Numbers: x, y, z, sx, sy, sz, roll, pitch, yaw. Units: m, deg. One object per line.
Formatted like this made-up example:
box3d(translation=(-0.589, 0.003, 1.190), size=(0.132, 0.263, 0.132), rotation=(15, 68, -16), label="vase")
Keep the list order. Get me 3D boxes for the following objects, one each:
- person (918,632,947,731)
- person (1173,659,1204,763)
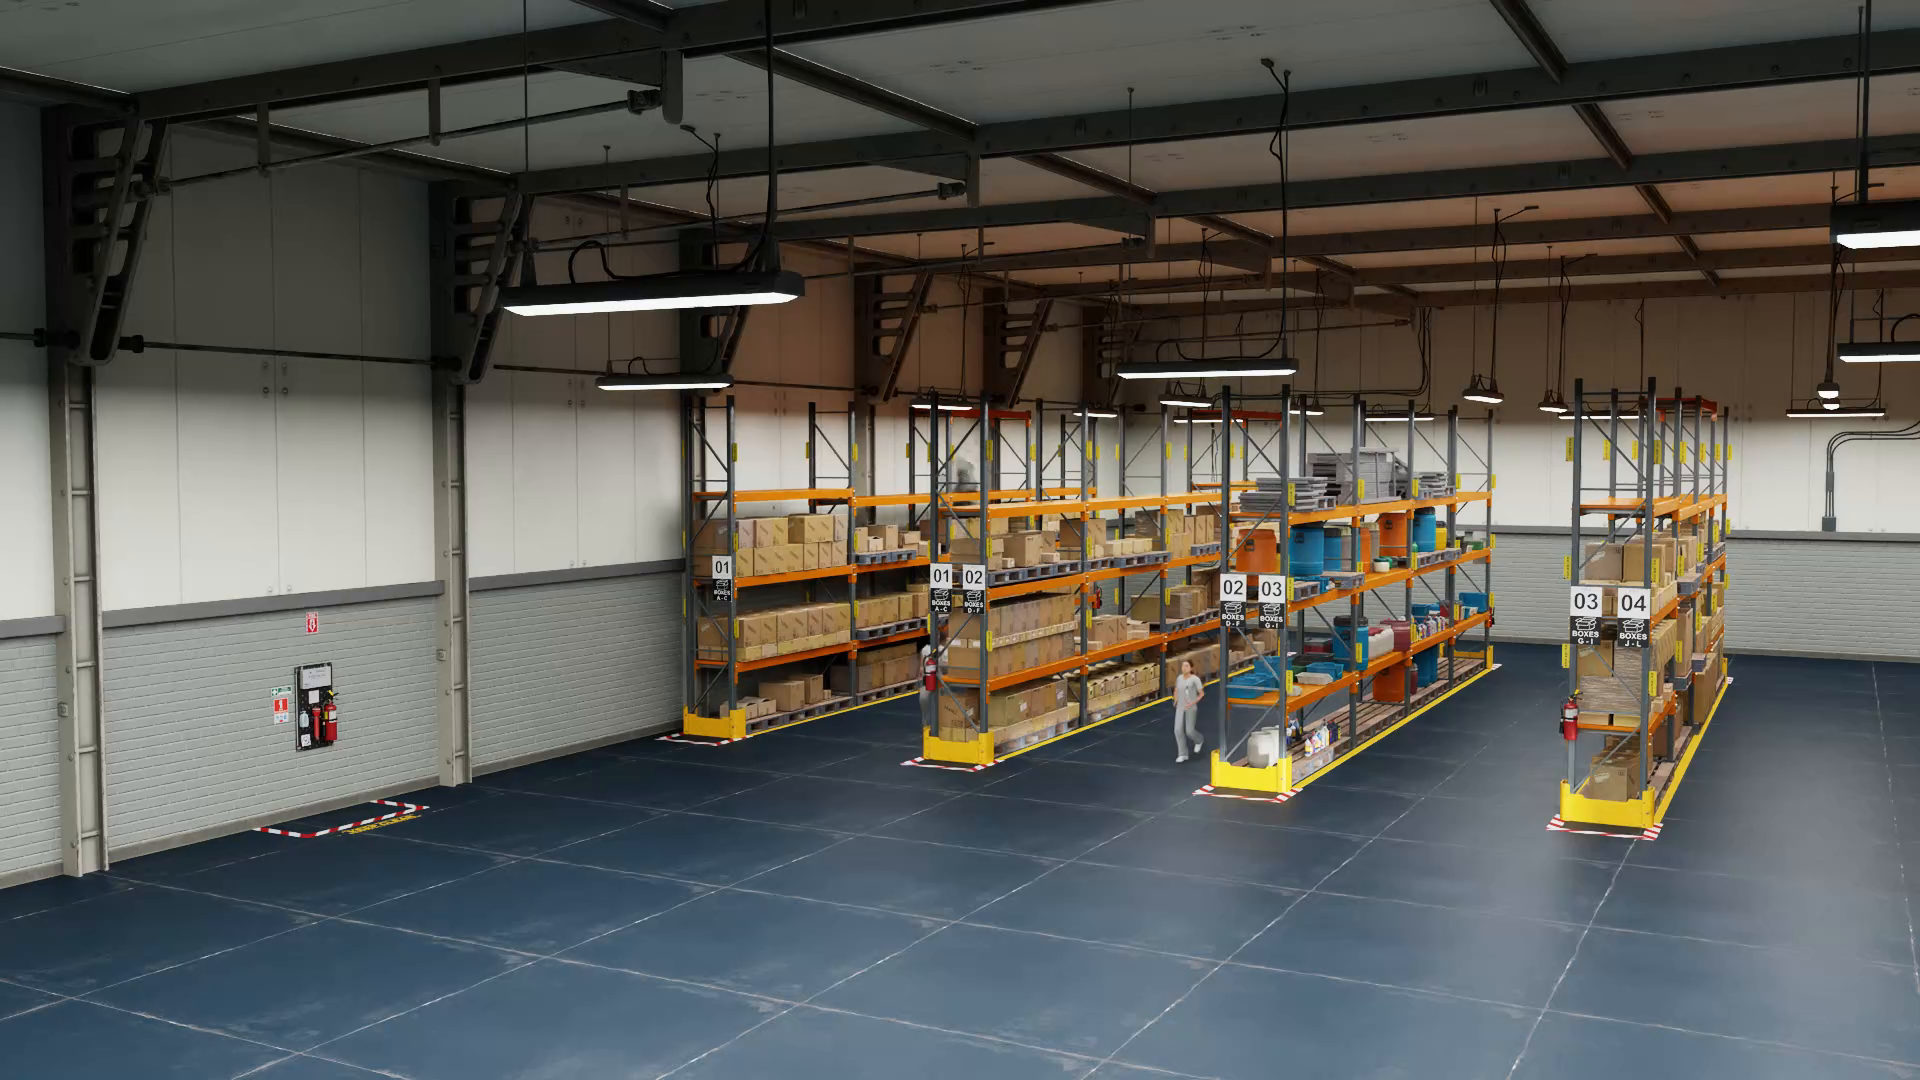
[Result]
box3d(translation=(-0.483, 2.544, 30.076), size=(0.631, 1.850, 0.768), rotation=(1, 3, 16), label="person")
box3d(translation=(3.711, 2.753, 27.050), size=(0.579, 1.651, 0.790), rotation=(2, 4, 33), label="person")
